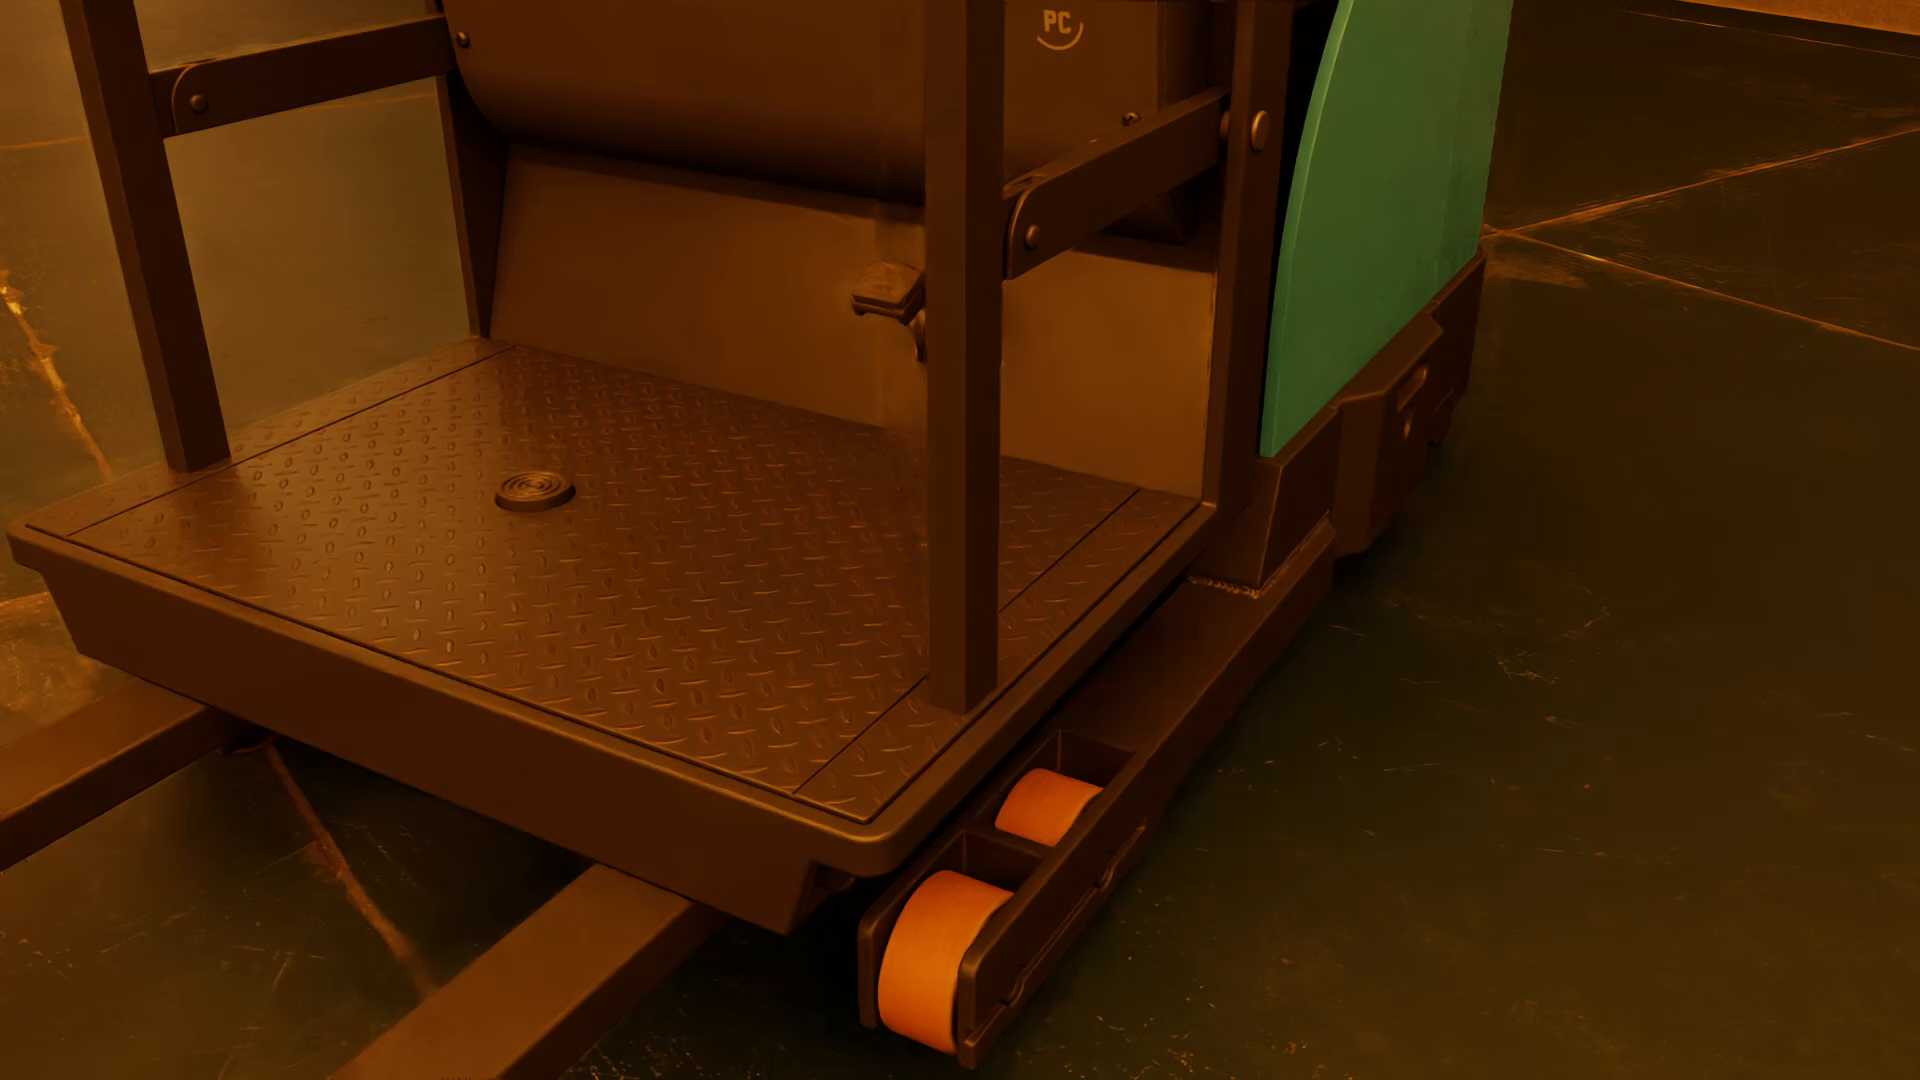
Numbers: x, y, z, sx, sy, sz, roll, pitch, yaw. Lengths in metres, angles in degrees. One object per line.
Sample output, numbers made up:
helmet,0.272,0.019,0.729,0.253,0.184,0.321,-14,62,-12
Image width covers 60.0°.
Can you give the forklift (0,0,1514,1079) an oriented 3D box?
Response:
forklift,-0.294,-1.067,1.358,1.130,2.935,3.031,14,30,26
